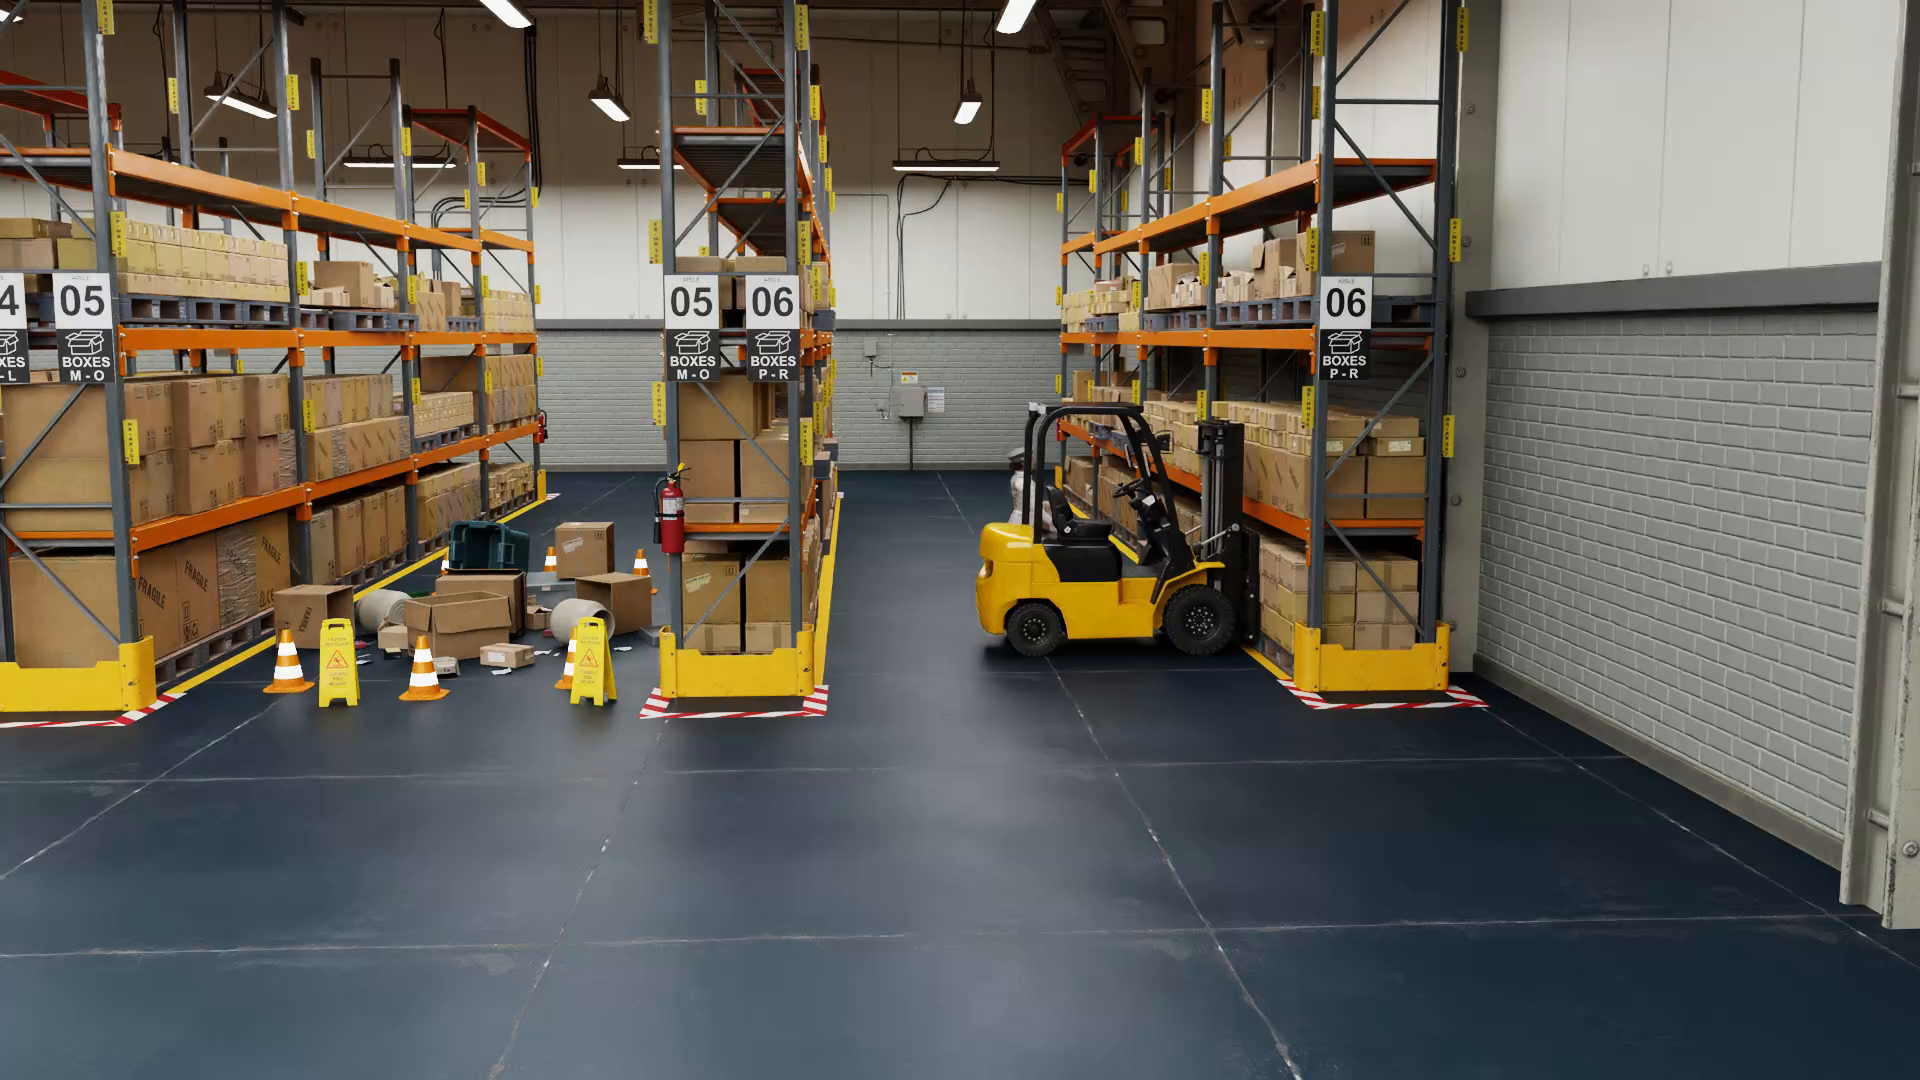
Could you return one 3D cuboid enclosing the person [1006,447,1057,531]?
[{"bbox_3d":[0.721,-0.089,16.390,0.532,1.690,0.459,0,7,-3],"label":"person"}]
